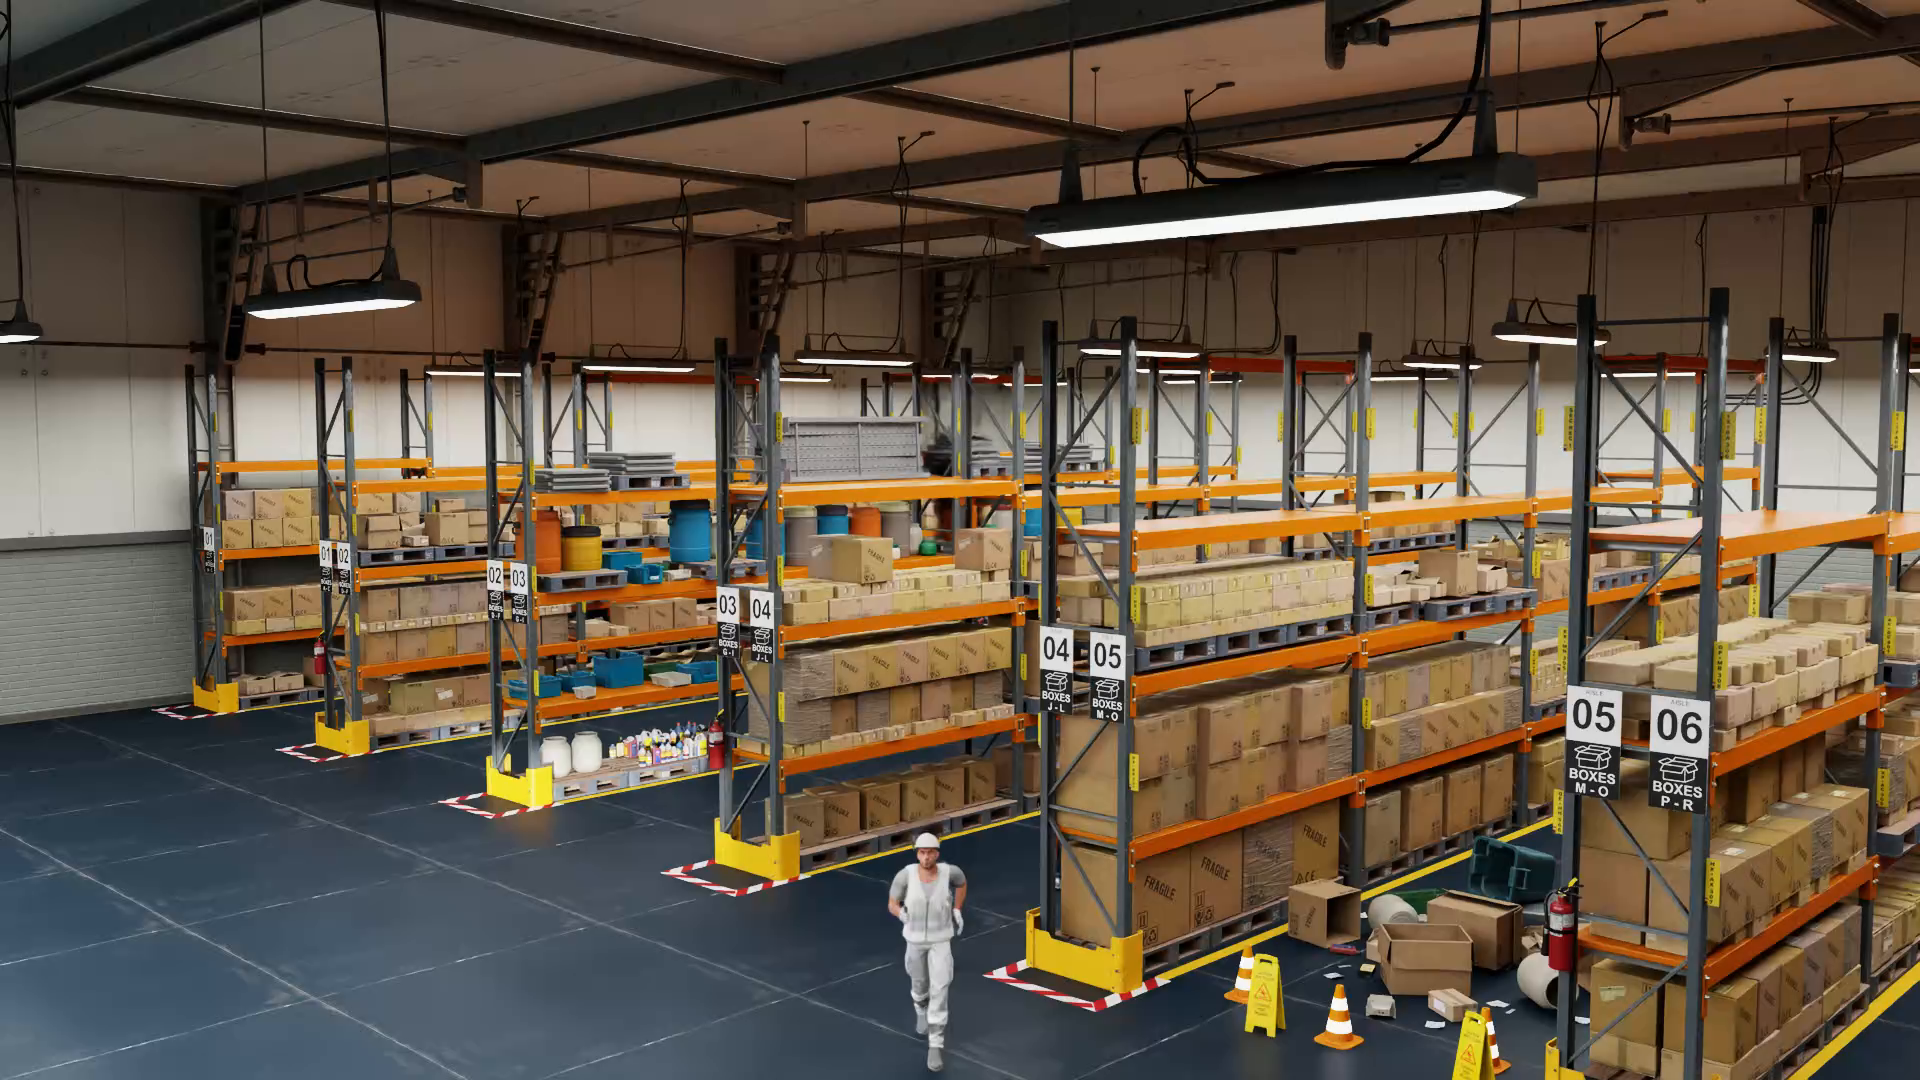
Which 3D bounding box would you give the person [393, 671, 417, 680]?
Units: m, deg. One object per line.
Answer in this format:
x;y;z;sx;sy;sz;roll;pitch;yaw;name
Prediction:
-9.278;2.139;27.983;0.633;1.754;0.683;3;5;33;person

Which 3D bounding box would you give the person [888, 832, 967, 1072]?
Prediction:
-0.268;3.215;13.361;0.609;1.785;0.992;0;4;5;person

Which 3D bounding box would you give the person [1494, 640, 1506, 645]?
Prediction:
8.066;2.383;24.910;0.694;1.774;0.953;4;6;44;person

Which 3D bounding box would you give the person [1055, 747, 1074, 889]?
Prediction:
1.143;2.996;18.188;0.538;1.549;0.608;3;5;30;person
